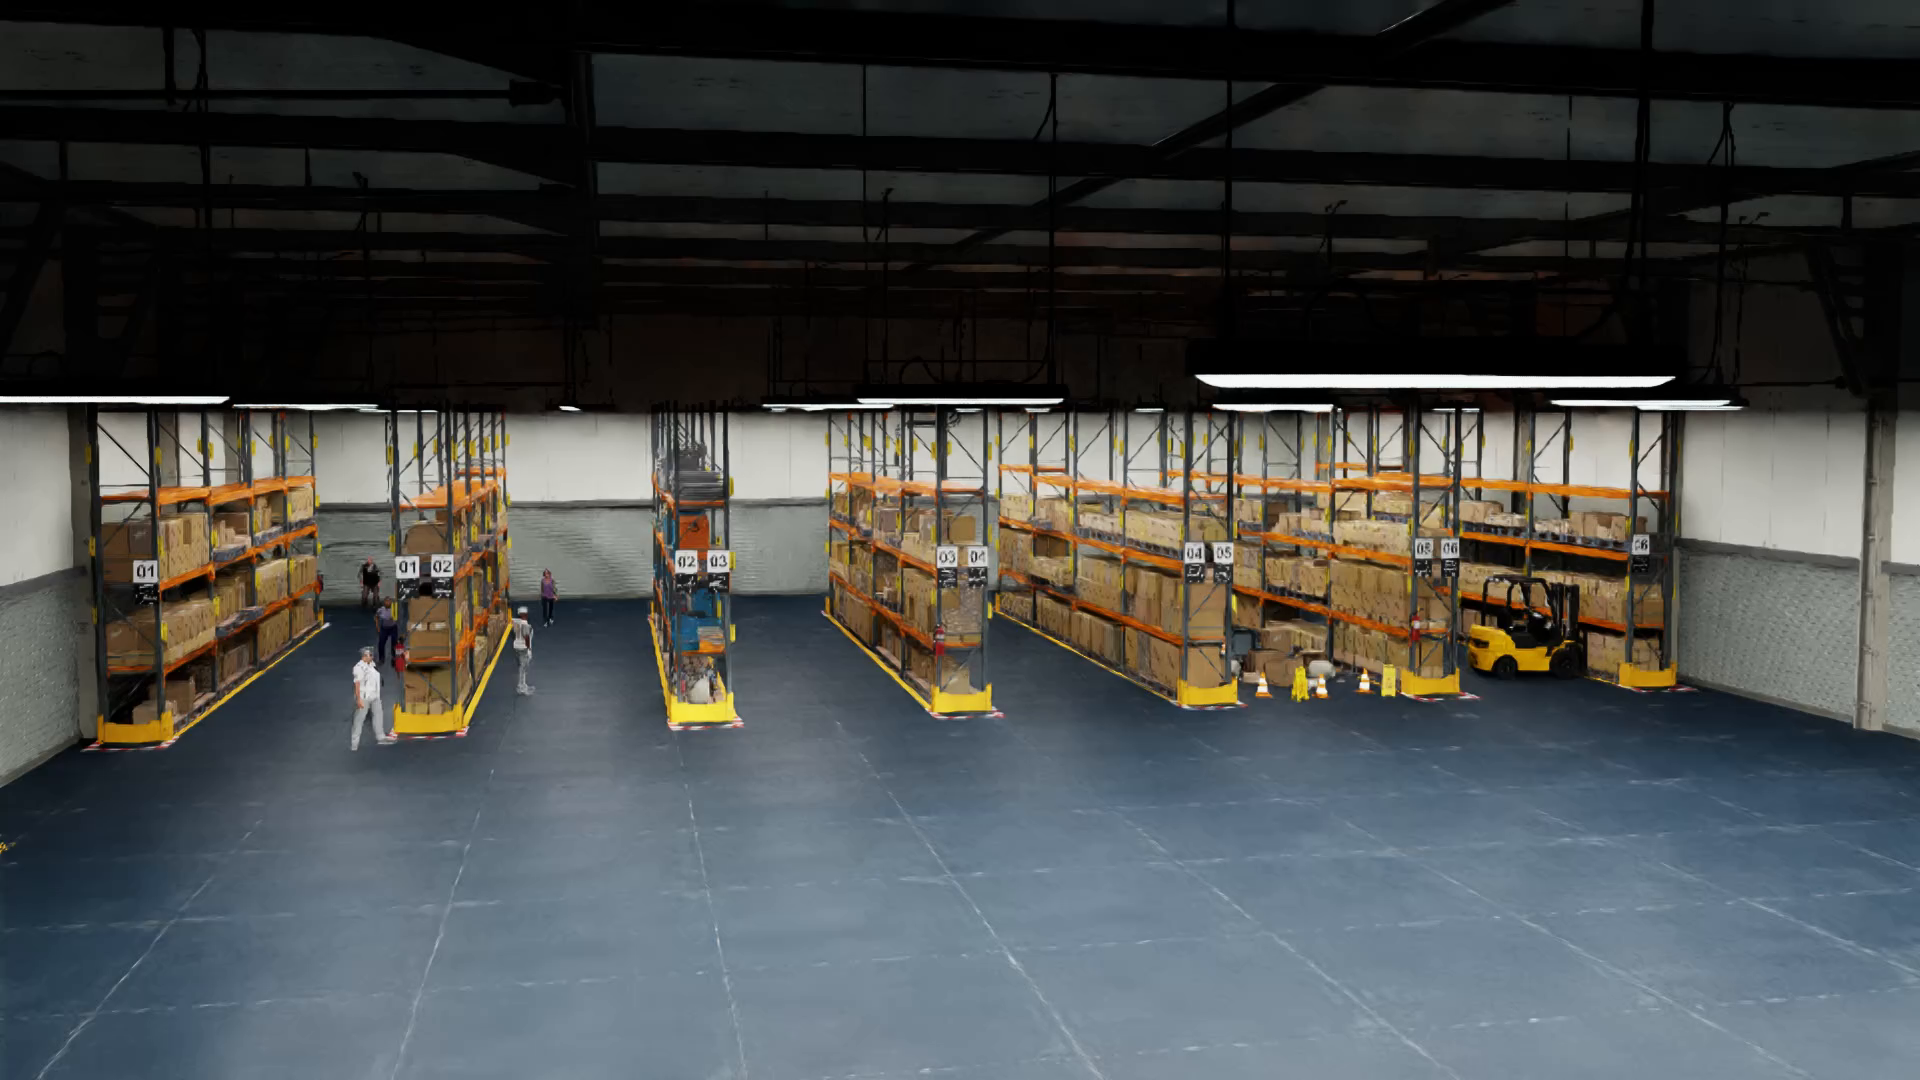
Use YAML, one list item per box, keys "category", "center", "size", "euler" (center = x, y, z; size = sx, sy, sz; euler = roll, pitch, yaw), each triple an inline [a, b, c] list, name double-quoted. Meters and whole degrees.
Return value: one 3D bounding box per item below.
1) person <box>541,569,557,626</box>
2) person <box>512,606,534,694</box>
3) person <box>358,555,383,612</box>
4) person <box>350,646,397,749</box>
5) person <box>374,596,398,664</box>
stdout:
- category: "person"
  center: [-11.177, 1.540, 45.200]
  size: [0.432, 1.539, 0.947]
  euler: [-1, 4, -13]
- category: "person"
  center: [-8.939, 2.233, 34.181]
  size: [0.480, 1.784, 0.629]
  euler: [-3, 5, -36]
- category: "person"
  center: [-17.059, 1.269, 48.126]
  size: [0.677, 1.674, 0.534]
  euler: [-1, 4, -14]
- category: "person"
  center: [-10.146, 2.681, 28.561]
  size: [0.551, 1.755, 0.748]
  euler: [2, 5, 21]
- category: "person"
  center: [-13.073, 2.067, 38.054]
  size: [0.625, 1.596, 0.503]
  euler: [-1, 4, -14]
